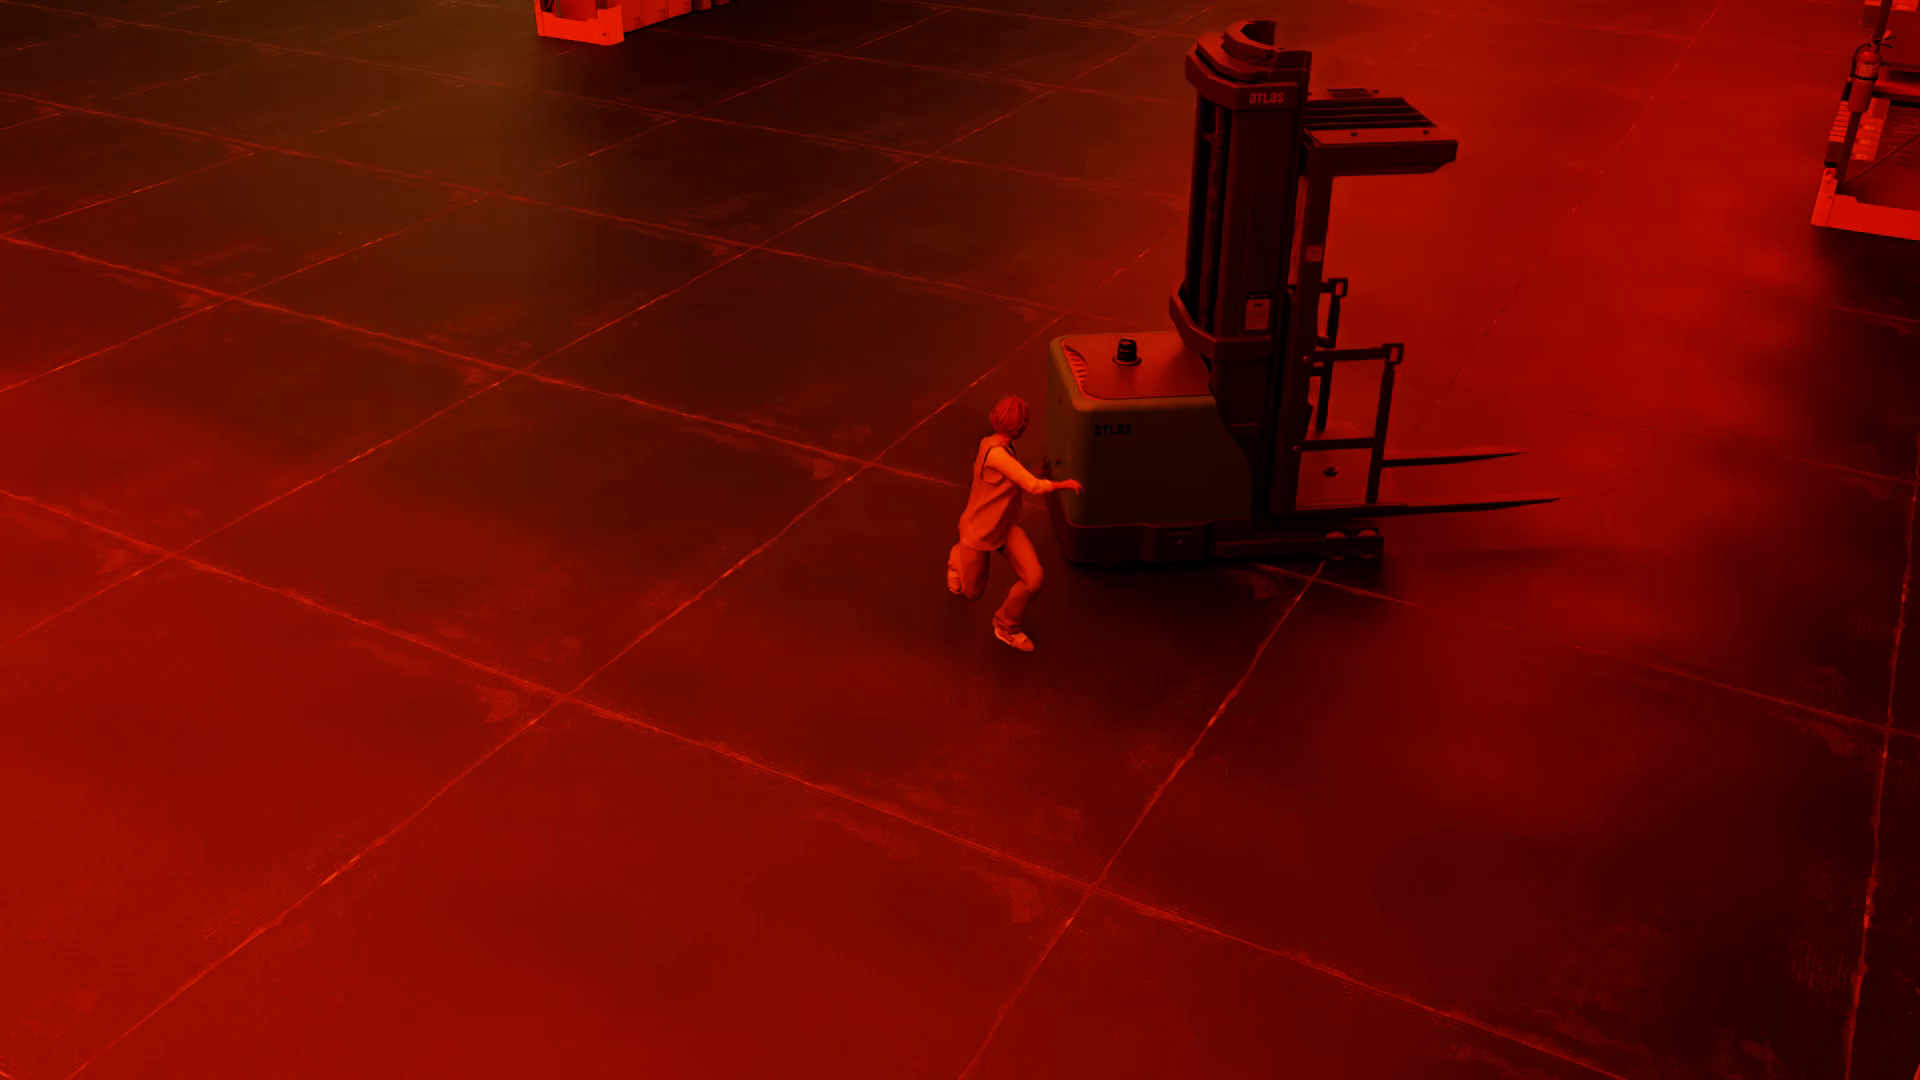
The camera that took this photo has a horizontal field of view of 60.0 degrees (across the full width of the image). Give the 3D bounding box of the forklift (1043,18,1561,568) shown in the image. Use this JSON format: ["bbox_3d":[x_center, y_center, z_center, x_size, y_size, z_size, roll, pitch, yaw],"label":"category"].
[{"bbox_3d":[2.070,-1.410,9.514,3.031,2.935,1.130,-3,30,-5],"label":"forklift"}]

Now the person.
[{"bbox_3d":[0.214,-0.134,8.943,0.576,1.358,0.848,-25,39,-37],"label":"person"}]
